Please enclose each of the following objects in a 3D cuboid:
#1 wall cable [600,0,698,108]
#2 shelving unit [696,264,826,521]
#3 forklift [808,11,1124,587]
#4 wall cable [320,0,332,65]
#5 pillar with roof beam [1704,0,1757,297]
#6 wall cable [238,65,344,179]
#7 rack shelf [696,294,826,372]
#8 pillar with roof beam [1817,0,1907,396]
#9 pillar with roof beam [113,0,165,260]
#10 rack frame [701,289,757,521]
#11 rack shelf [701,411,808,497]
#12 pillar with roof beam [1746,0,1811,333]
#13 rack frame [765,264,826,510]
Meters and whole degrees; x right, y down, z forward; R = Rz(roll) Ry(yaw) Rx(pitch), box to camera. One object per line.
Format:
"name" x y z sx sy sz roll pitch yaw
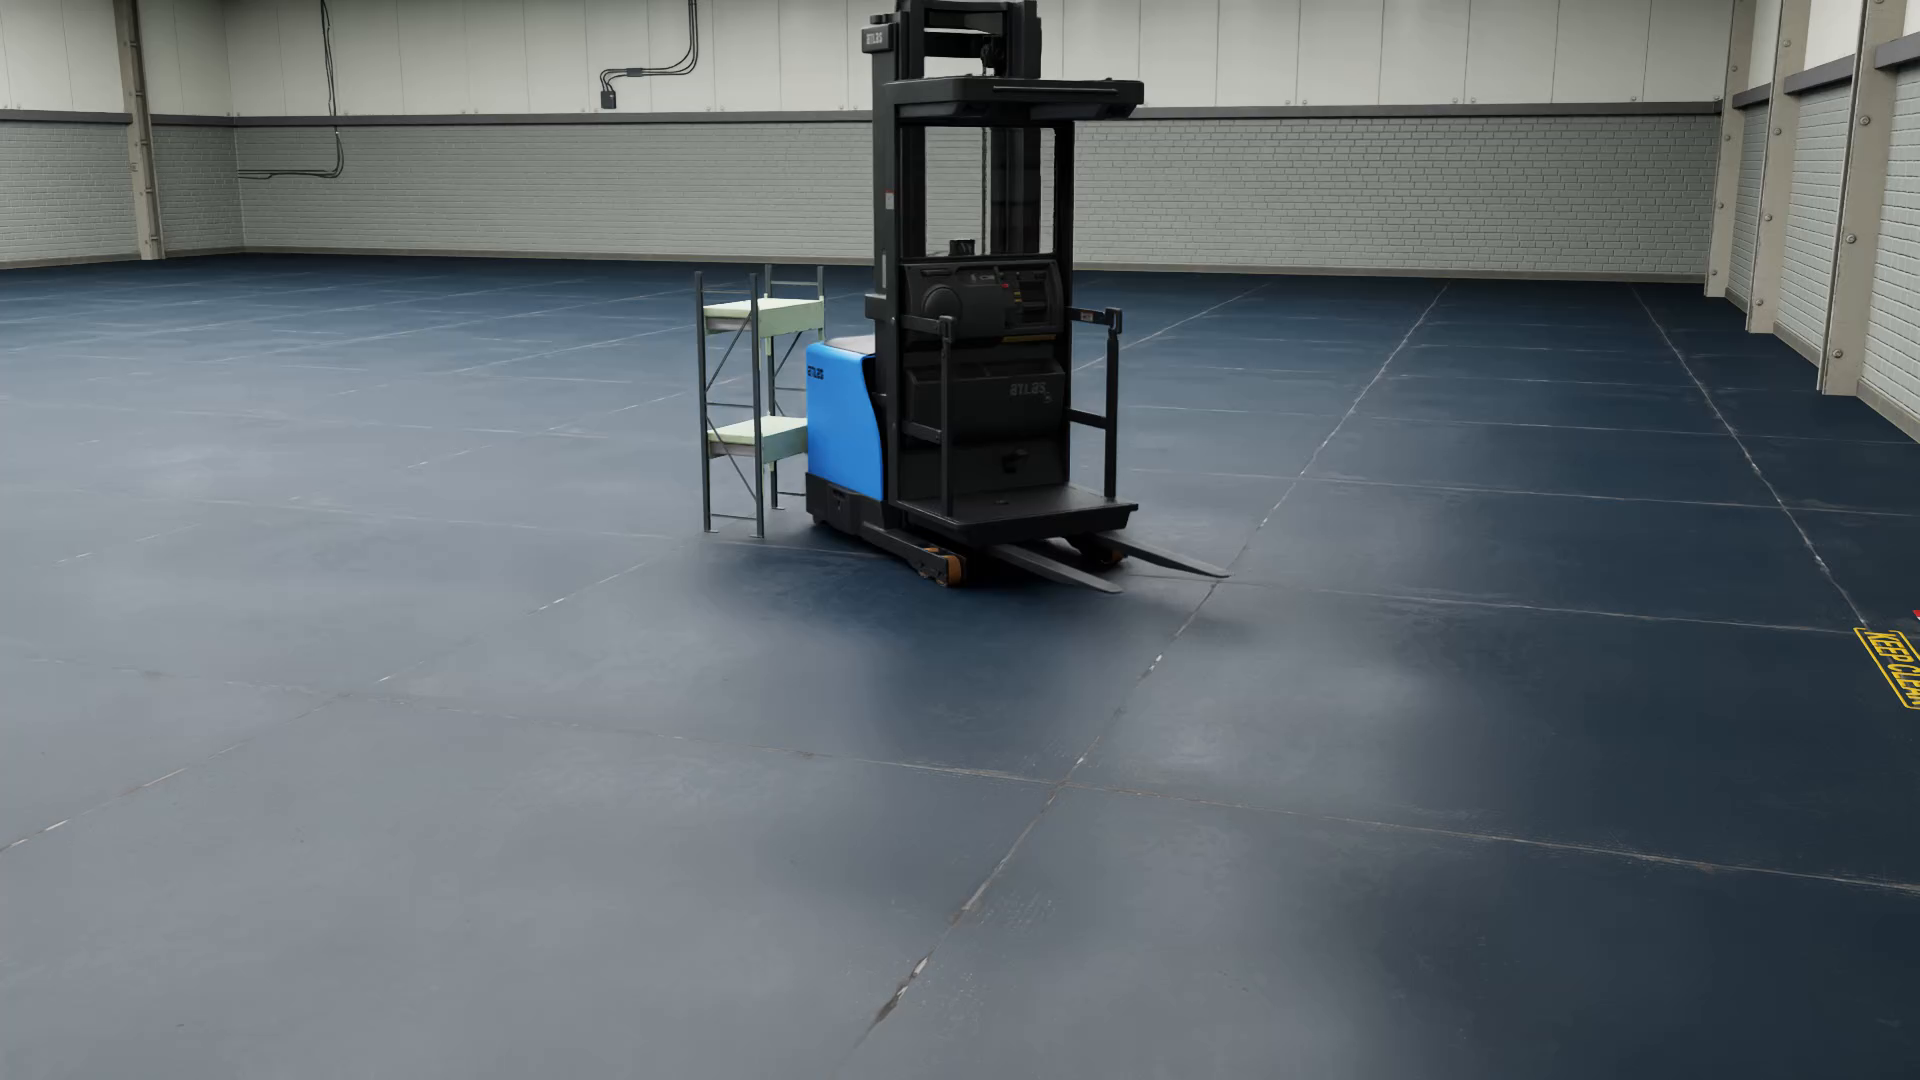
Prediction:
"wall cable" -6.545 -12.055 34.438 2.305 6.003 0.169 4 14 18
"shelving unit" -1.148 -0.836 9.781 0.431 1.500 0.748 6 14 25
"forklift" -10.885 -0.961 7.255 21.916 2.867 9.217 -7 15 -28
"wall cable" -12.963 -11.837 36.756 3.097 2.526 0.112 4 14 18
"pillar with roof beam" 8.005 -8.601 26.946 9.100 9.000 0.400 4 14 18
"wall cable" -15.522 -9.570 38.171 3.097 2.526 0.112 4 14 18
"rack shelf" -1.149 -1.216 9.691 0.431 0.370 0.720 6 14 25
"pillar with roof beam" 4.123 -6.074 15.877 9.100 9.000 0.400 4 14 18
"pillar with roof beam" -13.653 -10.249 34.167 9.100 9.000 0.400 4 14 18
"rack frame" -1.310 -0.762 9.457 0.380 1.308 0.010 6 14 25
"rack shelf" -1.149 -0.518 9.850 0.431 0.370 0.720 6 14 25
"pillar with roof beam" 6.064 -7.337 21.412 9.100 9.000 0.400 4 14 18
"rack frame" -0.989 -0.909 10.099 0.400 1.500 0.023 6 14 25
